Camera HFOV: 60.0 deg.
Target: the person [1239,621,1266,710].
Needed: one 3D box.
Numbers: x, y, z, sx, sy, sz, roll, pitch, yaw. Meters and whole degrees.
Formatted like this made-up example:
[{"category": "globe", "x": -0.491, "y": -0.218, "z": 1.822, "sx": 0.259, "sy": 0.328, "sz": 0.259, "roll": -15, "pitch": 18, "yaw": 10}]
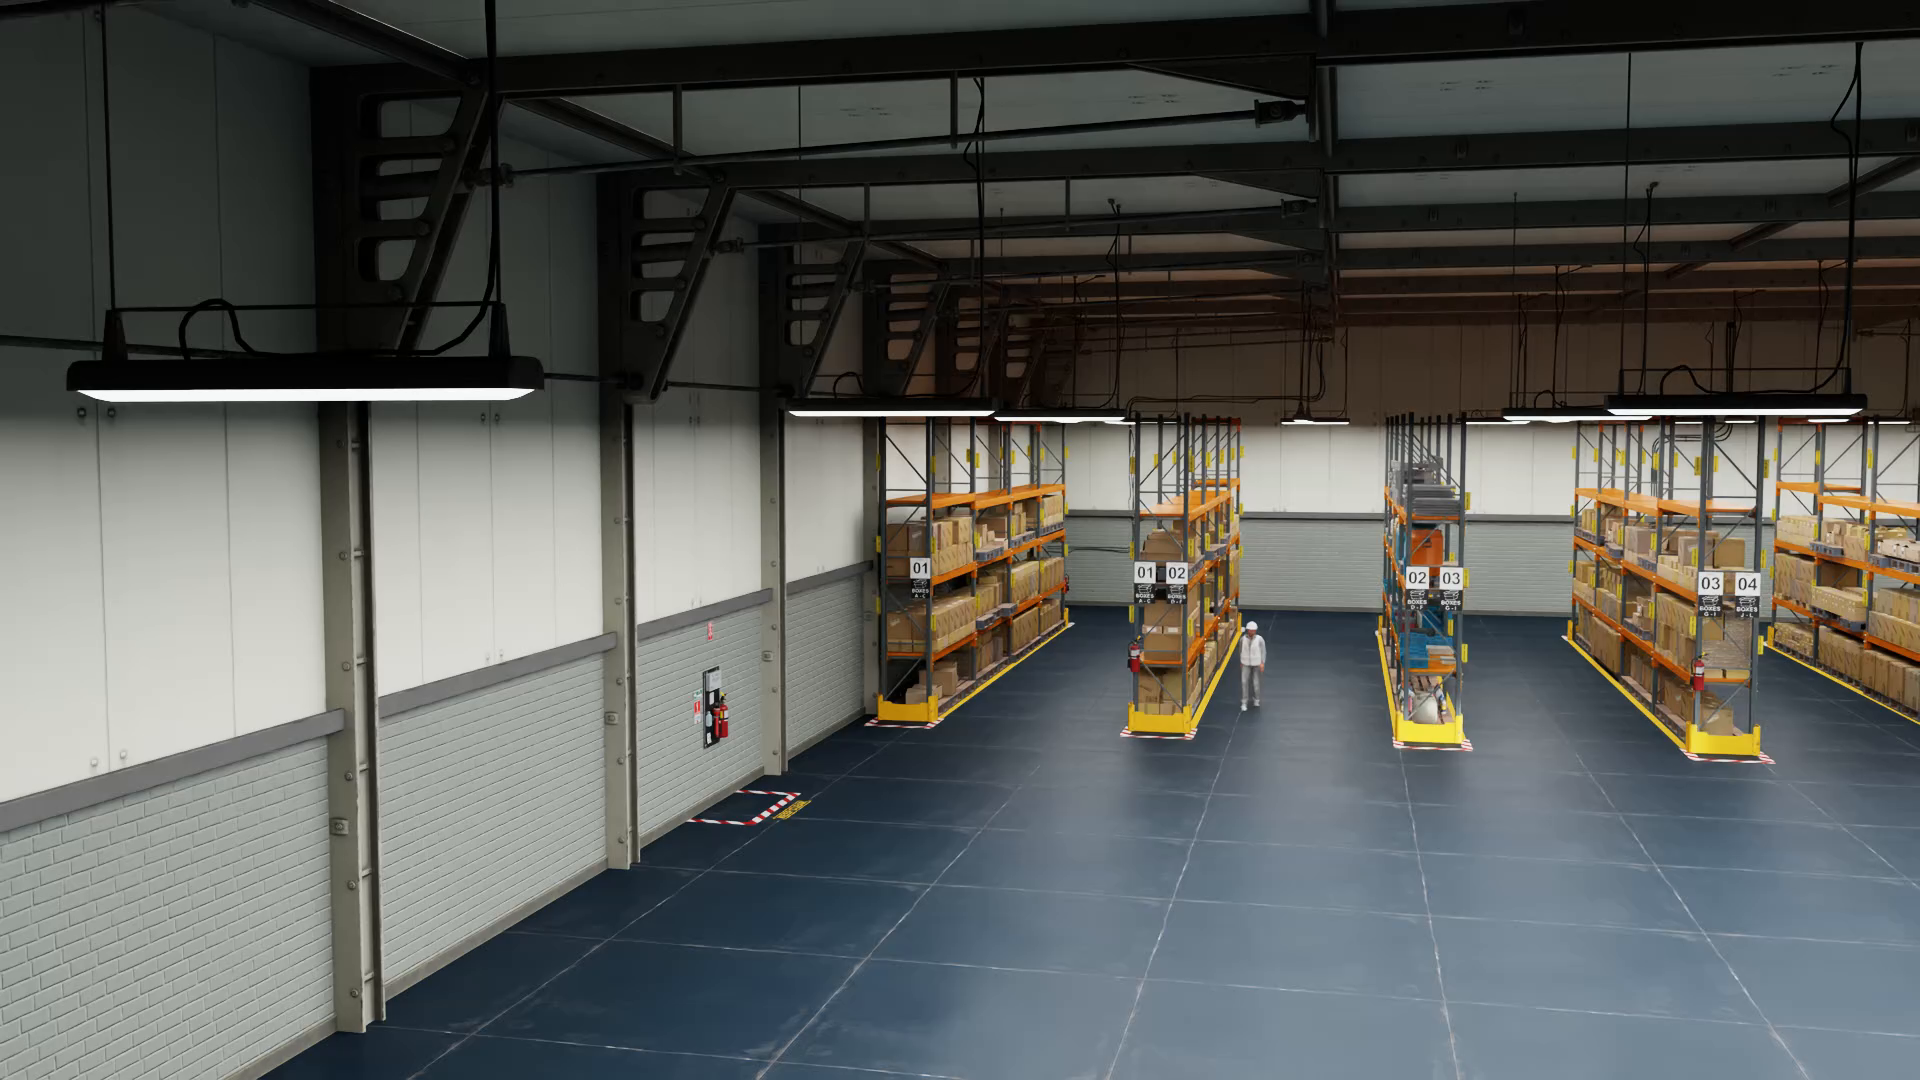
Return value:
[{"category": "person", "x": 5.943, "y": 2.548, "z": 33.880, "sx": 0.584, "sy": 1.782, "sz": 0.696, "roll": 2, "pitch": 4, "yaw": 23}]
